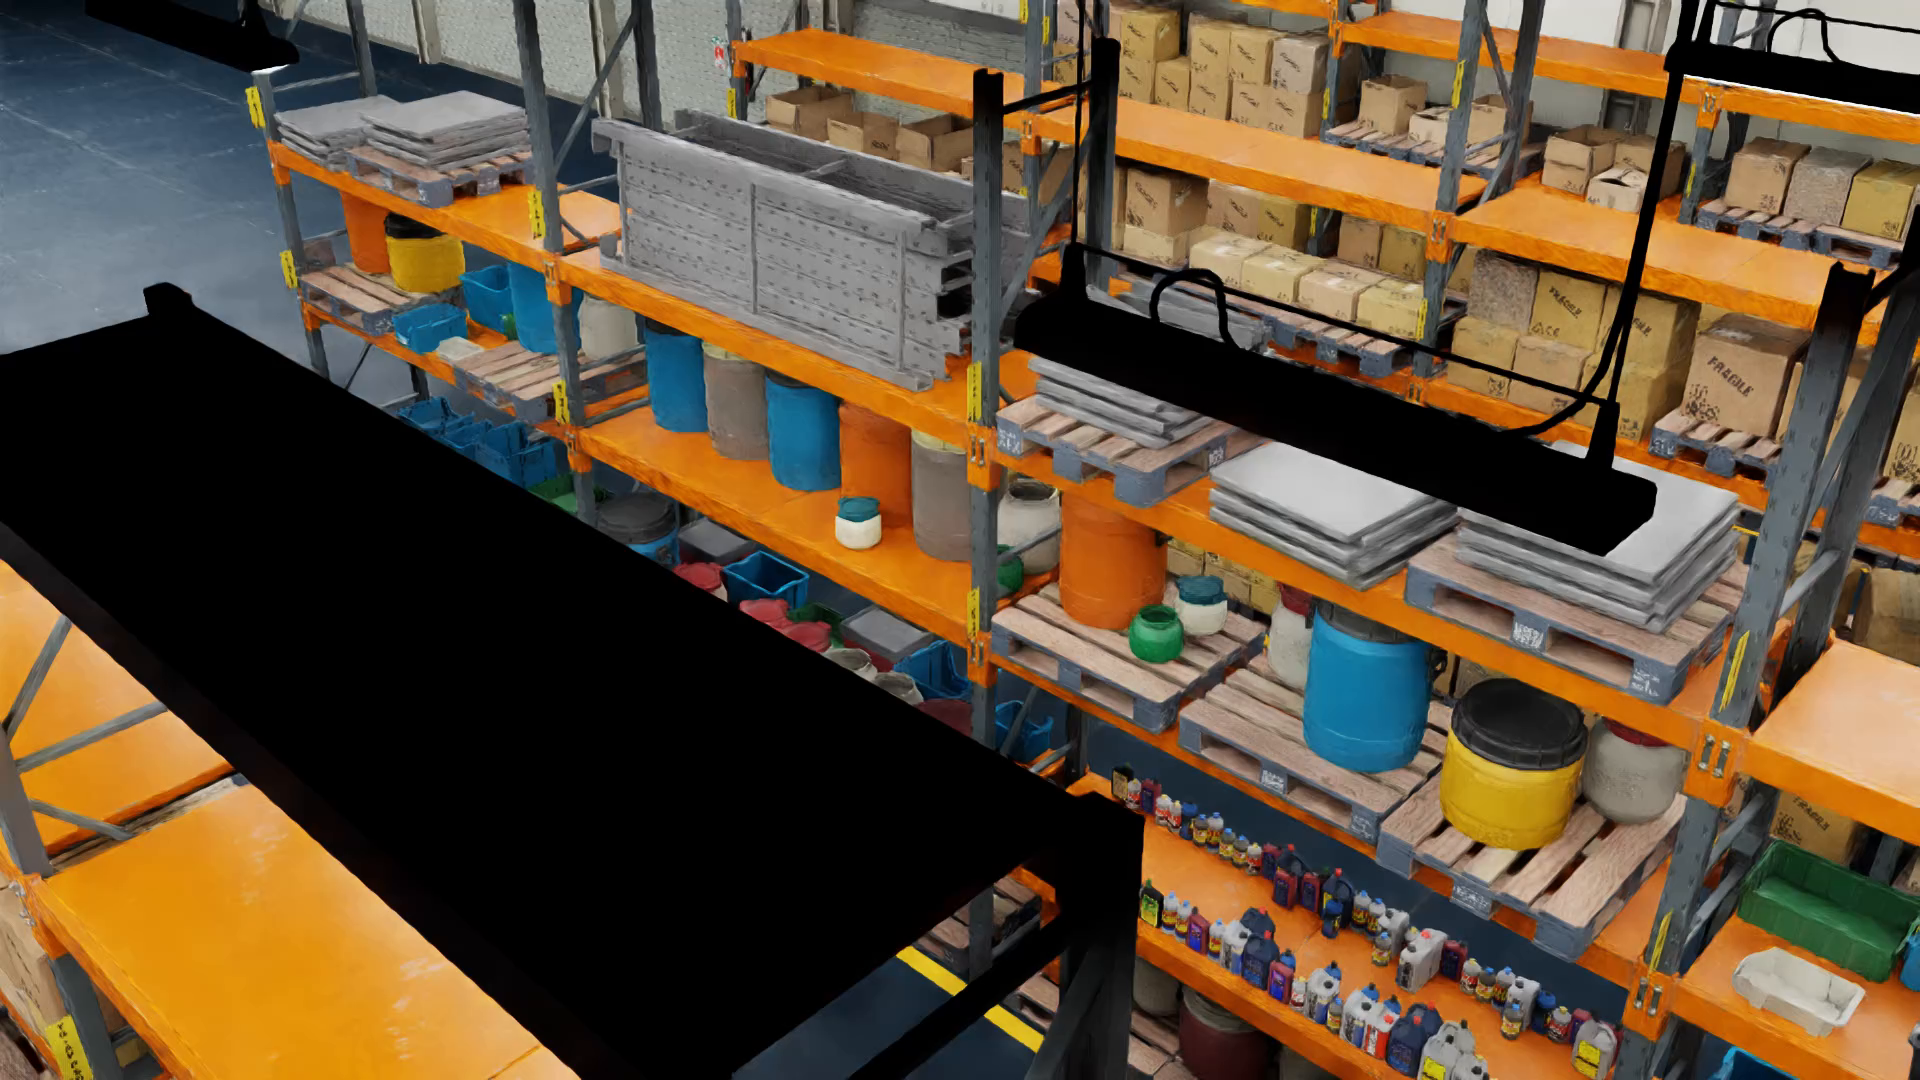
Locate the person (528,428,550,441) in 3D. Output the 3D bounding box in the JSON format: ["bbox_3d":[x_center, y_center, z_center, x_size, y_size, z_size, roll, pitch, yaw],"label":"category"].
[{"bbox_3d":[-4.544,-2.000,17.945,0.533,1.785,0.692,-6,30,-11],"label":"person"}]
